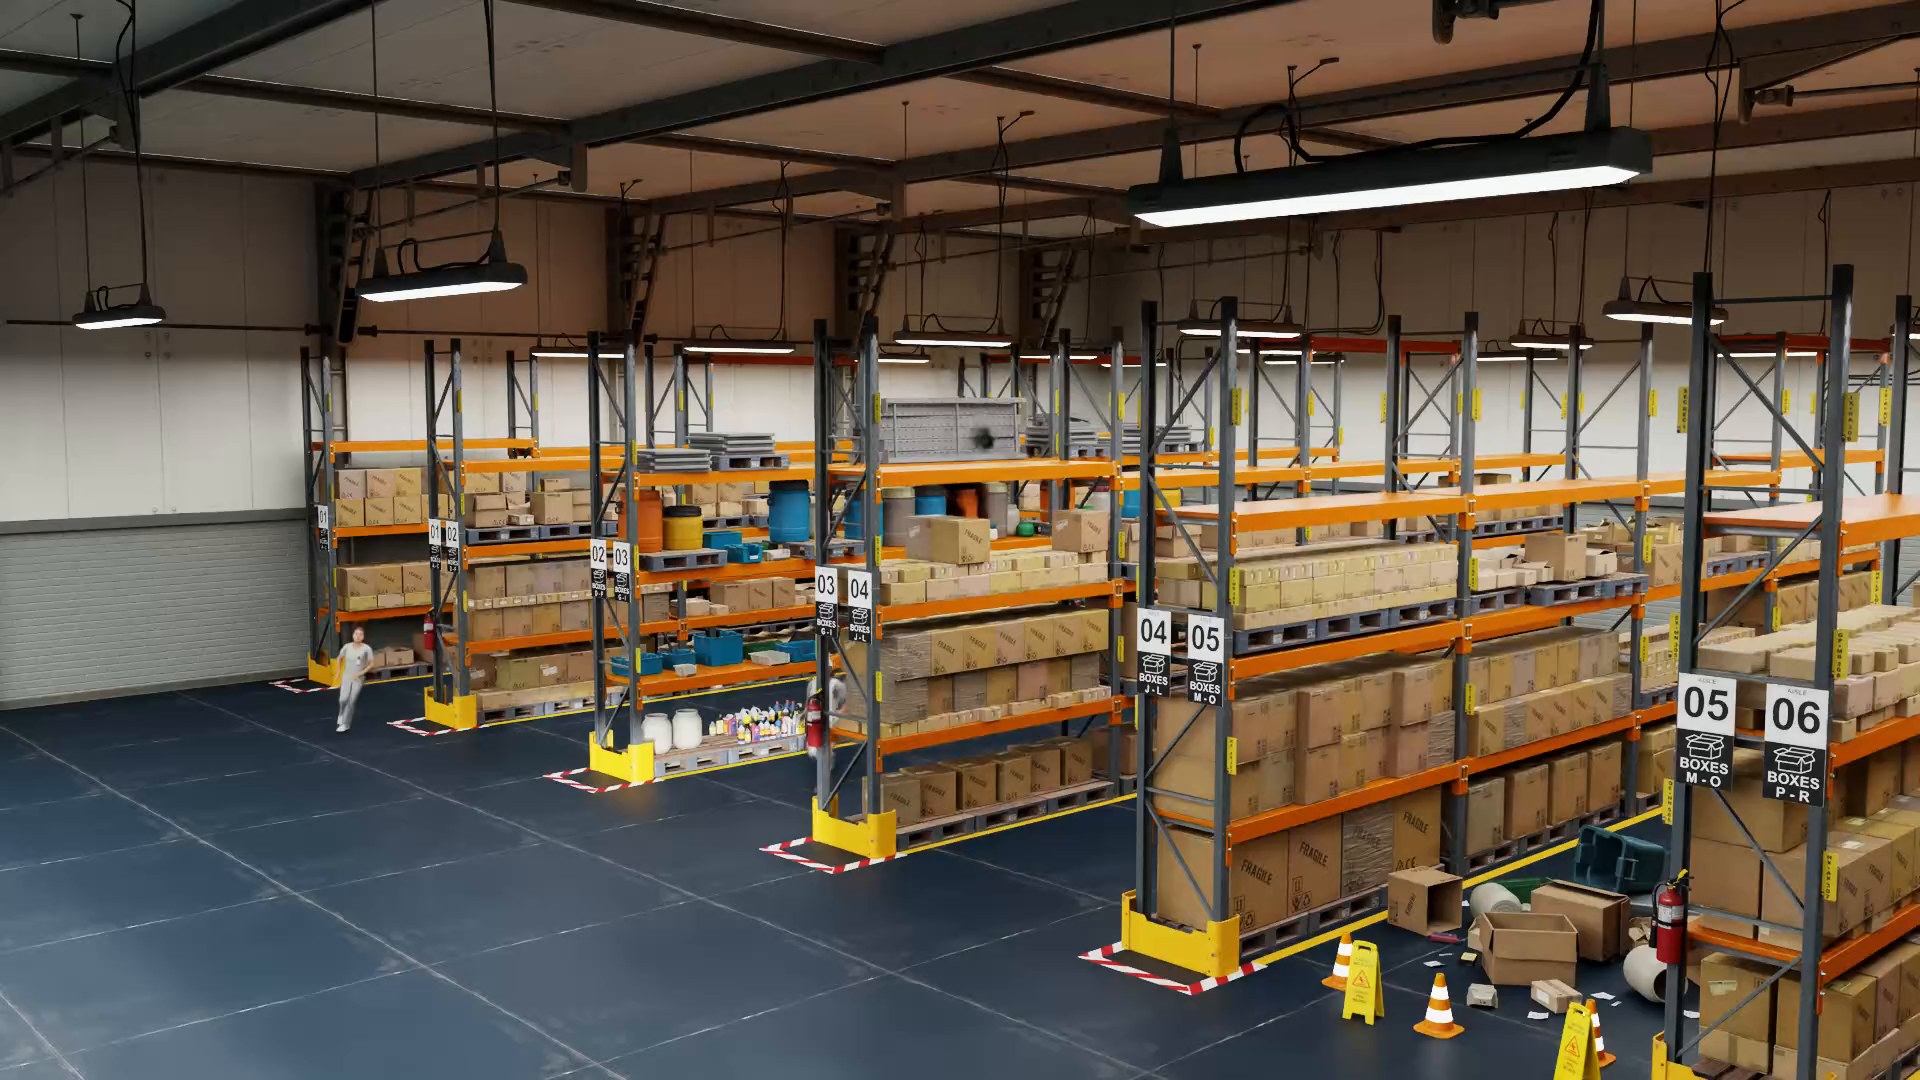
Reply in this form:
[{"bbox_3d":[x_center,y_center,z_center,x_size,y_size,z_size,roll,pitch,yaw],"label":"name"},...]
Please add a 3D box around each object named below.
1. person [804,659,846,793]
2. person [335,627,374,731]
[{"bbox_3d":[-1.737,2.397,21.765,0.670,1.752,0.611,2,5,24],"label":"person"},{"bbox_3d":[-9.252,2.130,25.374,0.593,1.598,0.529,-1,5,-8],"label":"person"}]
